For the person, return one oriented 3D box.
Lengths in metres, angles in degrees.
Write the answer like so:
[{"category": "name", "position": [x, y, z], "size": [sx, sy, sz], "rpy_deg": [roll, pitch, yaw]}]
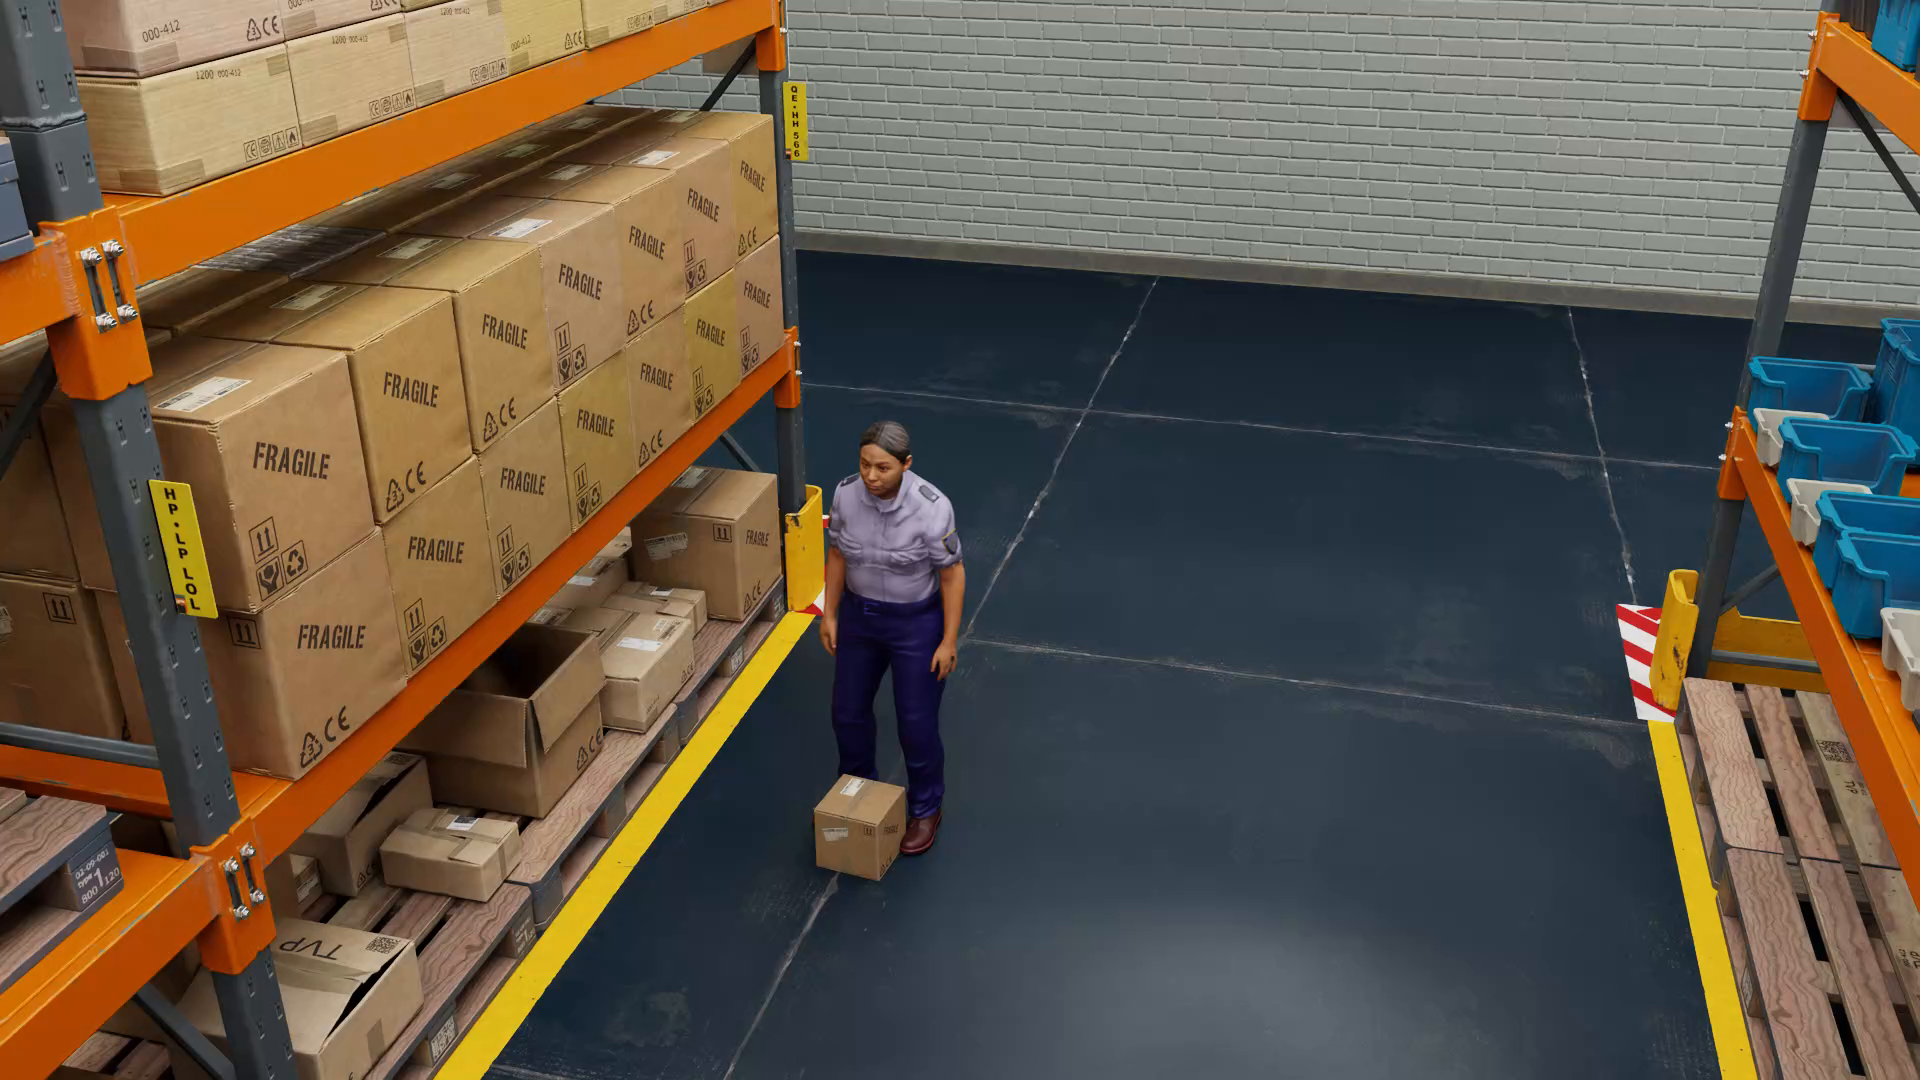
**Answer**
[{"category": "person", "position": [-0.253, 0.320, 5.945], "size": [0.562, 1.653, 0.364], "rpy_deg": [11, 28, 22]}]
